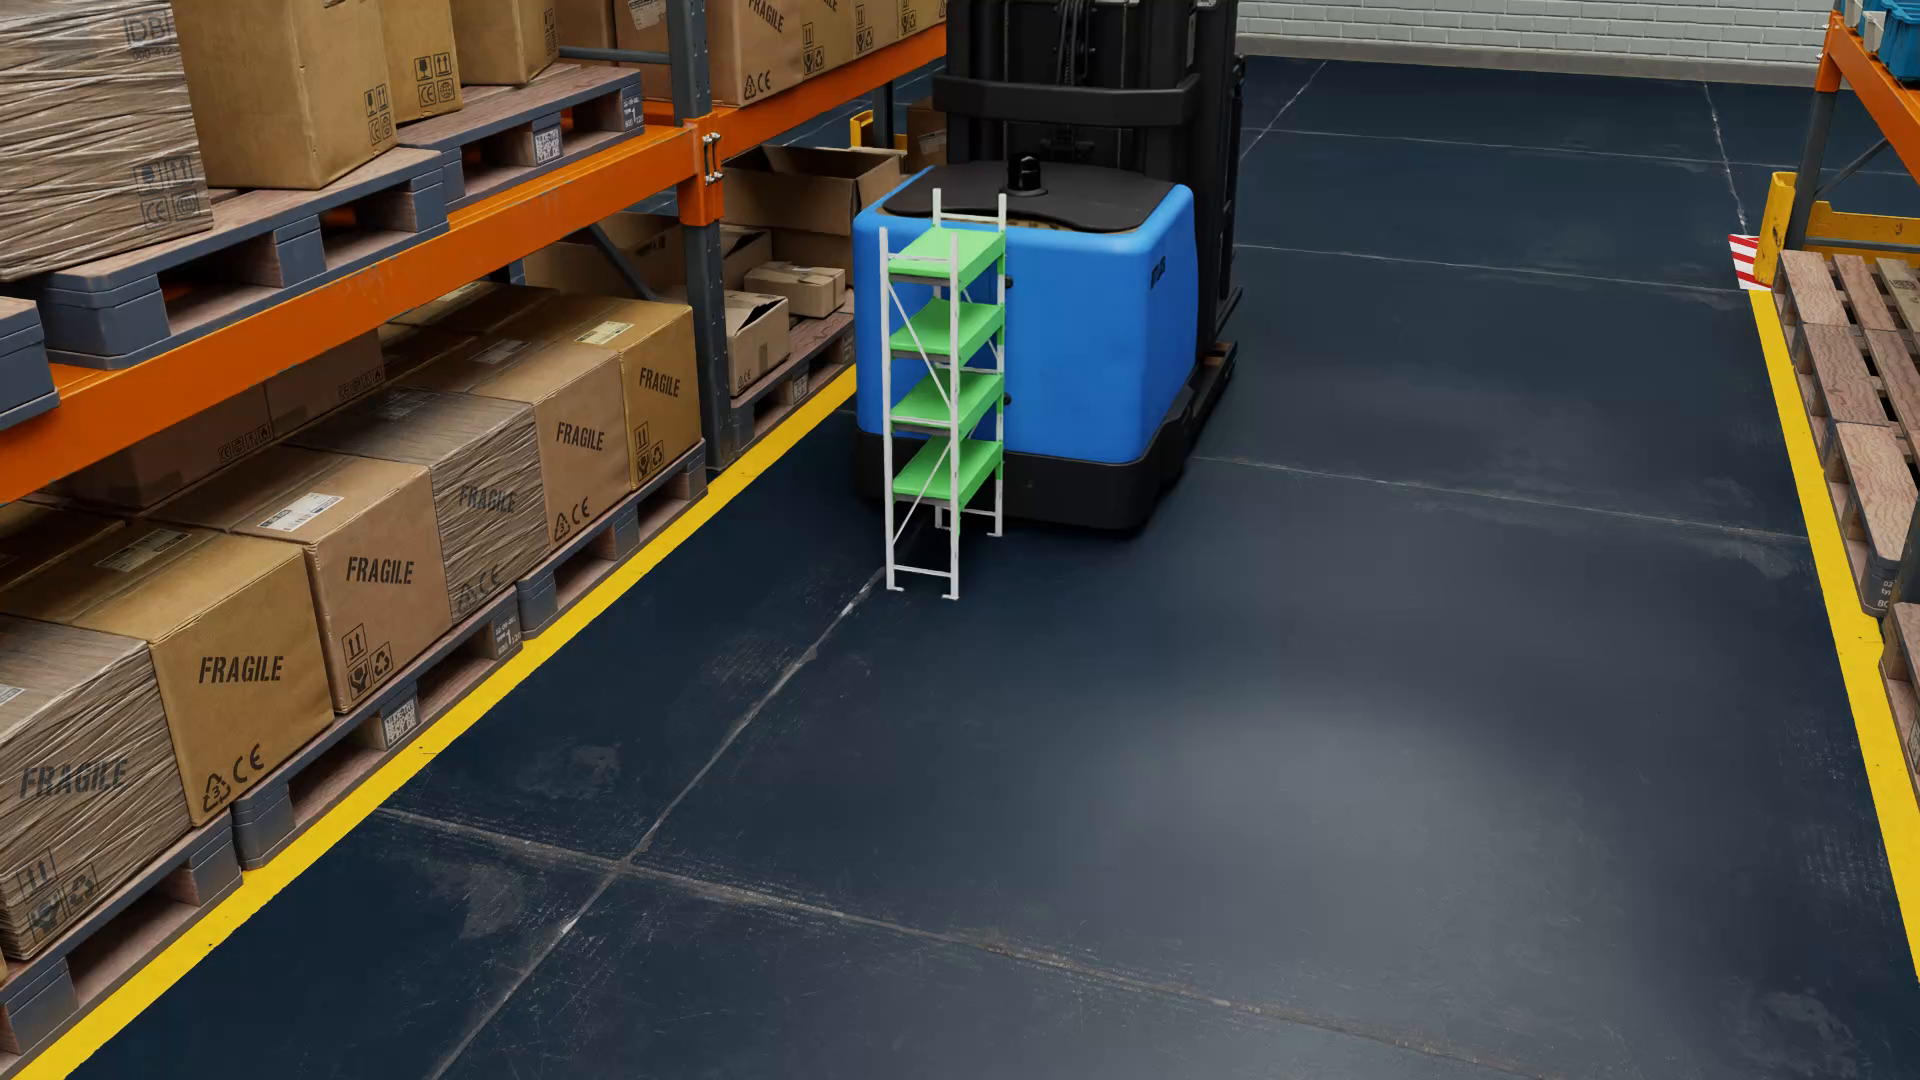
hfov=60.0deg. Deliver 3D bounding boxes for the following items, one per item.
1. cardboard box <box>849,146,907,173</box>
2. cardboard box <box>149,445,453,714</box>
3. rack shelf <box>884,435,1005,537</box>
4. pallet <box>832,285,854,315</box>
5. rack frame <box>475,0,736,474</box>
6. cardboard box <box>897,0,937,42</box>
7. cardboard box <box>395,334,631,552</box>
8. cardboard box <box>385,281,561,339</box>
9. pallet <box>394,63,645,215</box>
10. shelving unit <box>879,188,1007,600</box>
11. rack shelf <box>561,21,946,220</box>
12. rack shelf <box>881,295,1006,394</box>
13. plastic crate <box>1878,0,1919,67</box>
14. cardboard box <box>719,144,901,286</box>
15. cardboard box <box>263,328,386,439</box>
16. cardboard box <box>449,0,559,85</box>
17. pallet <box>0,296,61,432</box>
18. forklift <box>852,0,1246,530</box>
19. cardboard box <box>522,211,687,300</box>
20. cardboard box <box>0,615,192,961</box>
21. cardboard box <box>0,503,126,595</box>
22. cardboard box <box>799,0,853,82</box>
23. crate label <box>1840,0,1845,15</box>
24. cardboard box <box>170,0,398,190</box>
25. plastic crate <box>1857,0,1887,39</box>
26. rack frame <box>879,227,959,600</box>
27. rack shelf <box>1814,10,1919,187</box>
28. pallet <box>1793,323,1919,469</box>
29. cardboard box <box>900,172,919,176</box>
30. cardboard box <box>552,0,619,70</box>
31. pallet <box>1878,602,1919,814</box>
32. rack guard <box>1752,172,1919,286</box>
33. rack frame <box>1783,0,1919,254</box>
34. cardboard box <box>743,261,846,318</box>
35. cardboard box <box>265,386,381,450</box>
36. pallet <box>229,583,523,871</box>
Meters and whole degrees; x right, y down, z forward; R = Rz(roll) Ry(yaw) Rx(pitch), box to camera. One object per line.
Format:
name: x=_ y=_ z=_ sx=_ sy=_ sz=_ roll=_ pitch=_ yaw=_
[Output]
cardboard box: x=-0.484 y=-2.132 z=9.478 sx=0.380 sy=0.149 sz=0.250 roll=9 pitch=27 yaw=17
cardboard box: x=-1.753 y=0.093 z=4.479 sx=0.500 sy=0.500 sz=0.500 roll=8 pitch=27 yaw=16
rack shelf: x=-0.046 y=-0.193 z=5.468 sx=0.258 sy=0.148 sz=0.480 roll=8 pitch=27 yaw=16
pallet: x=-0.718 y=-1.225 z=8.039 sx=1.003 sy=0.211 sz=1.213 roll=9 pitch=27 yaw=17
rack frame: x=-1.352 y=-1.696 z=5.810 sx=1.000 sy=3.000 sz=0.127 roll=9 pitch=27 yaw=17
cardboard box: x=-0.422 y=-2.536 z=7.431 sx=0.500 sy=0.500 sz=0.500 roll=8 pitch=27 yaw=17
cardboard box: x=-1.418 y=-0.322 z=5.337 sx=0.500 sy=0.500 sz=0.500 roll=9 pitch=27 yaw=18
cardboard box: x=-1.743 y=-0.605 z=5.921 sx=0.500 sy=0.500 sz=0.500 roll=8 pitch=27 yaw=15
pallet: x=-1.721 y=-1.297 z=5.206 sx=1.003 sy=0.211 sz=1.213 roll=9 pitch=27 yaw=17
shelving unit: x=-0.046 y=-0.466 z=5.336 sx=0.258 sy=1.200 sz=0.503 roll=8 pitch=27 yaw=16
rack shelf: x=-0.686 y=-2.194 z=7.664 sx=1.077 sy=0.370 sz=4.000 roll=9 pitch=27 yaw=17
rack shelf: x=-0.046 y=-0.625 z=5.259 sx=0.258 sy=0.148 sz=0.480 roll=8 pitch=27 yaw=16
plastic crate: x=3.818 y=-1.976 z=6.513 sx=0.416 sy=0.233 sz=0.300 roll=9 pitch=27 yaw=17
cardboard box: x=-0.732 y=-1.543 z=7.854 sx=0.797 sy=0.503 sz=0.637 roll=9 pitch=27 yaw=17
cardboard box: x=-2.075 y=-0.532 z=4.909 sx=0.500 sy=0.250 sz=0.500 roll=9 pitch=27 yaw=18
cardboard box: x=-1.720 y=-1.767 z=5.361 sx=0.700 sy=0.500 sz=0.500 roll=0 pitch=26 yaw=0
pallet: x=-2.524 y=-0.254 z=3.053 sx=1.213 sy=0.211 sz=1.003 roll=9 pitch=27 yaw=17
forklift: x=0.563 y=-1.975 z=6.465 sx=1.130 sy=2.935 sz=3.031 roll=8 pitch=27 yaw=16
cardboard box: x=-1.430 y=-1.044 z=6.827 sx=0.500 sy=0.500 sz=0.500 roll=9 pitch=27 yaw=17
cardboard box: x=-2.093 y=0.514 z=3.610 sx=0.500 sy=0.500 sz=0.500 roll=8 pitch=27 yaw=16
cardboard box: x=-2.421 y=0.244 z=4.167 sx=0.500 sy=0.500 sz=0.500 roll=8 pitch=27 yaw=16
cardboard box: x=-0.758 y=-2.121 z=6.574 sx=0.500 sy=0.500 sz=0.500 roll=9 pitch=27 yaw=18
crate label: x=4.256 y=-2.517 z=7.630 sx=0.416 sy=0.233 sz=0.303 roll=9 pitch=27 yaw=17
cardboard box: x=-1.882 y=-1.195 z=4.178 sx=0.700 sy=0.500 sz=0.500 roll=2 pitch=26 yaw=4
plastic crate: x=4.037 y=-2.247 z=7.072 sx=0.416 sy=0.233 sz=0.300 roll=9 pitch=27 yaw=17
rack frame: x=-0.121 y=-0.365 z=5.127 sx=0.240 sy=1.200 sz=0.015 roll=8 pitch=27 yaw=16
rack shelf: x=3.983 y=-1.474 z=6.177 sx=1.077 sy=0.370 sz=4.000 roll=9 pitch=27 yaw=17
pallet: x=3.930 y=-0.531 z=6.605 sx=1.003 sy=0.211 sz=1.213 roll=9 pitch=27 yaw=17
cardboard box: x=-0.189 y=-1.850 z=8.874 sx=0.380 sy=0.166 sz=0.250 roll=9 pitch=27 yaw=17
cardboard box: x=-1.428 y=-1.983 z=6.289 sx=0.500 sy=0.500 sz=0.500 roll=9 pitch=27 yaw=18
pallet: x=3.022 y=0.590 z=4.288 sx=1.003 sy=0.211 sz=1.213 roll=9 pitch=27 yaw=17
rack guard: x=4.645 y=-1.506 z=8.287 sx=1.175 sy=0.500 sz=0.348 roll=9 pitch=27 yaw=17
rack frame: x=4.649 y=-2.619 z=7.718 sx=1.000 sy=3.000 sz=0.127 roll=9 pitch=27 yaw=17
cardboard box: x=-0.730 y=-1.116 z=7.360 sx=0.380 sy=0.166 sz=0.250 roll=9 pitch=27 yaw=17
cardboard box: x=-2.083 y=-0.180 z=5.043 sx=0.500 sy=0.500 sz=0.500 roll=9 pitch=27 yaw=18
pallet: x=-1.991 y=0.402 z=4.677 sx=1.003 sy=0.211 sz=1.213 roll=9 pitch=27 yaw=17
